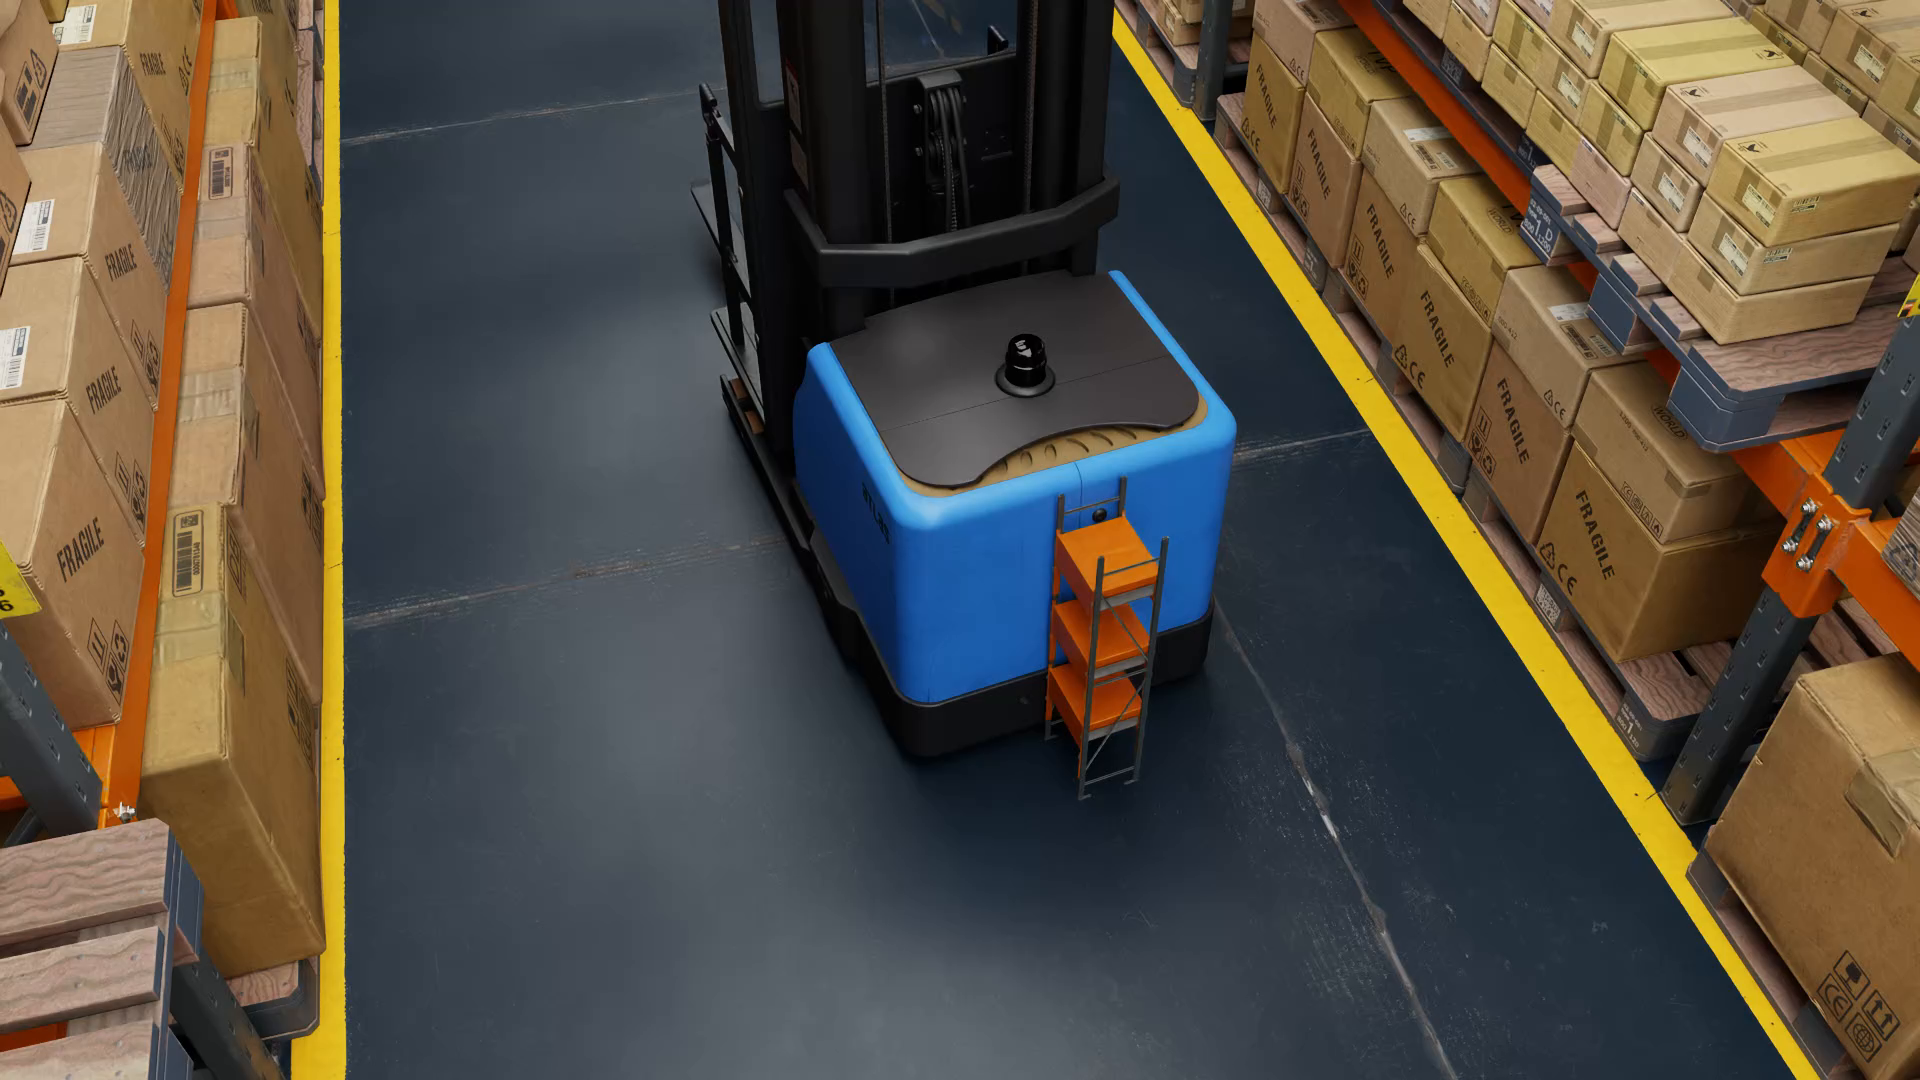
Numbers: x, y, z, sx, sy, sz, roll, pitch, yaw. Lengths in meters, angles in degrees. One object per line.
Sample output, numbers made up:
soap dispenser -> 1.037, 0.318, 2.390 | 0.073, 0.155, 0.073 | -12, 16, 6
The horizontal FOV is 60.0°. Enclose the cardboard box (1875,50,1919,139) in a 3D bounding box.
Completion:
cardboard box -> 2.593, -1.138, 4.230 | 0.380, 0.149, 0.250 | -12, 47, -11

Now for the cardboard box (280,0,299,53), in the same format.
cardboard box -> -3.571, -2.751, 7.539 | 0.875, 0.875, 0.875 | -11, 47, -10

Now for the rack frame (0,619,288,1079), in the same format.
rack frame -> -2.222, 0.505, 3.155 | 0.949, 2.616, 0.053 | -11, 47, -10

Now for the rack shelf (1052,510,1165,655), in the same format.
rack shelf -> 0.399, 0.114, 4.520 | 0.215, 0.259, 0.240 | -16, 48, -15

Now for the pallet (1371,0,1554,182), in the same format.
pallet -> 2.049, -1.623, 5.375 | 1.003, 0.211, 1.213 | -11, 47, -10

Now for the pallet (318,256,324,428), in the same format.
pallet -> -2.979, -0.761, 6.348 | 1.003, 0.211, 1.213 | -11, 47, -10

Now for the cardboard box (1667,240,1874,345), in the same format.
cardboard box -> 2.025, -0.647, 4.166 | 0.380, 0.149, 0.250 | -10, 46, -10

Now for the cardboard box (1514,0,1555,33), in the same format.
cardboard box -> 1.770, -1.559, 4.643 | 0.380, 0.149, 0.250 | -11, 47, -10

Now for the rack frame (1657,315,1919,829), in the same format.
rack frame -> 2.596, -0.331, 3.974 | 1.000, 3.000, 0.127 | -11, 47, -10

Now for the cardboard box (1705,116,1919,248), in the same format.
cardboard box -> 2.027, -0.853, 3.951 | 0.380, 0.149, 0.250 | -12, 47, -12

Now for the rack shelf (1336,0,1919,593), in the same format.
rack shelf -> 2.084, -1.460, 5.585 | 1.077, 0.370, 4.000 | -11, 47, -10

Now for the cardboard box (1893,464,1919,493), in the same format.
cardboard box -> 2.653, -0.386, 4.959 | 0.500, 0.250, 0.500 | -13, 47, -12

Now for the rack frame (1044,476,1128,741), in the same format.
rack frame -> 0.354, 0.225, 4.795 | 0.200, 1.050, 0.008 | -16, 48, -15

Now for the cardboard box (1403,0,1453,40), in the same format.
cardboard box -> 1.629, -1.721, 5.218 | 0.380, 0.149, 0.250 | -13, 47, -12

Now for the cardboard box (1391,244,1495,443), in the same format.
cardboard box -> 1.894, -0.731, 5.822 | 0.500, 0.500, 0.500 | -13, 47, -12

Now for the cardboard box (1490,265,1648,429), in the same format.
cardboard box -> 2.027, -0.637, 5.205 | 0.500, 0.250, 0.500 | -10, 46, -10

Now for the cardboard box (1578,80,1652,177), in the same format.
cardboard box -> 1.889, -1.117, 4.418 | 0.380, 0.149, 0.250 | -10, 46, -9

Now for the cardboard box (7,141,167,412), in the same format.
cardboard box -> -2.355, -0.623, 4.190 | 0.500, 0.500, 0.500 | -11, 47, -11

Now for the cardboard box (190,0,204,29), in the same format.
cardboard box -> -2.865, -2.018, 5.557 | 0.500, 0.500, 0.500 | -11, 47, -10

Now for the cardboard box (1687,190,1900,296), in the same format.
cardboard box -> 2.029, -0.752, 4.061 | 0.380, 0.149, 0.250 | -10, 46, -9

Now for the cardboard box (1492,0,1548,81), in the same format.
cardboard box -> 1.764, -1.463, 4.757 | 0.380, 0.149, 0.250 | -11, 47, -11

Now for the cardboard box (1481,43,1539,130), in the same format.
cardboard box -> 1.766, -1.354, 4.859 | 0.380, 0.149, 0.250 | -13, 47, -12

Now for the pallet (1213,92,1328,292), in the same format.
pallet -> 1.772, -1.580, 7.150 | 1.003, 0.211, 1.213 | -11, 47, -10

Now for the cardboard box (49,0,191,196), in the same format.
cardboard box -> -2.605, -1.315, 4.869 | 0.500, 0.500, 0.500 | -11, 47, -11

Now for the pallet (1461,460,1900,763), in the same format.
pallet -> 2.397, 0.105, 5.499 | 1.003, 0.211, 1.213 | -11, 47, -10

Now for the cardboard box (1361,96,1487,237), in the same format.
cardboard box -> 1.770, -1.349, 5.903 | 0.500, 0.250, 0.500 | -9, 46, -9

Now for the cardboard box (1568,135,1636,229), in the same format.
cardboard box -> 1.897, -0.996, 4.508 | 0.380, 0.149, 0.250 | -10, 46, -10

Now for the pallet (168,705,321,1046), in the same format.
pallet -> -2.354, 0.924, 4.697 | 1.003, 0.211, 1.213 | -11, 47, -10

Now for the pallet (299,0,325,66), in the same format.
pallet -> -3.684, -2.663, 8.212 | 1.003, 0.211, 1.213 | -11, 47, -10

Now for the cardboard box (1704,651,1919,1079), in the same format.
cardboard box -> 2.665, 0.746, 4.200 | 1.050, 0.750, 0.750 | -11, 47, -11

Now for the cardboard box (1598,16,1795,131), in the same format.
cardboard box -> 1.898, -1.208, 4.299 | 0.380, 0.149, 0.250 | -9, 46, -9

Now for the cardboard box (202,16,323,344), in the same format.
cardboard box -> -3.066, -1.221, 6.040 | 1.225, 0.875, 0.875 | -11, 47, -10

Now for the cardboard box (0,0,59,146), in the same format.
cardboard box -> -2.739, -1.300, 4.152 | 0.797, 0.503, 0.637 | -9, 46, -9

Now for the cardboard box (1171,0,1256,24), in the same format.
cardboard box -> 1.184, -2.505, 7.599 | 0.380, 0.149, 0.250 | -10, 46, -10

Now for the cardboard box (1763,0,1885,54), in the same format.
cardboard box -> 2.467, -1.491, 4.576 | 0.380, 0.149, 0.250 | -13, 47, -12

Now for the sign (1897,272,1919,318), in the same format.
sign -> 2.073, -0.603, 3.486 | 0.100, 0.325, 0.005 | -11, 47, -10

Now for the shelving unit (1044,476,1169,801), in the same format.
shelving unit -> 0.399, 0.305, 4.716 | 0.215, 1.050, 0.252 | -16, 48, -15

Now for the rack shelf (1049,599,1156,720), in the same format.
rack shelf -> 0.399, 0.313, 4.723 | 0.215, 0.259, 0.240 | -16, 48, -15

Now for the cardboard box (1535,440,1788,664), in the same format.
cardboard box -> 2.174, -0.010, 5.116 | 0.500, 0.500, 0.500 | -11, 47, -11

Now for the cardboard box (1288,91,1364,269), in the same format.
cardboard box -> 1.641, -1.441, 6.518 | 0.500, 0.500, 0.500 | -9, 46, -9

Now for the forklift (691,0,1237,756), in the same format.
forklift -> -0.235, -1.443, 5.112 | 1.130, 2.935, 3.031 | -16, 48, -15

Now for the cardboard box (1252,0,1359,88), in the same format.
cardboard box -> 1.505, -2.069, 6.608 | 0.500, 0.250, 0.500 | -13, 47, -12

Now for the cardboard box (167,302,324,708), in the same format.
cardboard box -> -2.602, 0.005, 4.838 | 1.225, 0.875, 0.875 | -11, 47, -10

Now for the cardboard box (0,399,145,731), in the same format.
cardboard box -> -2.086, 0.086, 3.496 | 0.500, 0.500, 0.500 | -9, 46, -9

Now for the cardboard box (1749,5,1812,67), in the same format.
cardboard box -> 2.458, -1.409, 4.705 | 0.380, 0.149, 0.250 | -11, 47, -10

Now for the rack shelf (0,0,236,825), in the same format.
rack shelf -> -2.737, -0.623, 4.764 | 1.077, 0.370, 4.000 | -11, 47, -10

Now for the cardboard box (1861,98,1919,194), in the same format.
cardboard box -> 2.595, -1.052, 4.354 | 0.380, 0.149, 0.250 | -9, 46, -8

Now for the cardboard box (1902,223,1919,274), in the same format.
cardboard box -> 2.676, -0.736, 4.253 | 0.380, 0.149, 0.250 | -11, 47, -11
